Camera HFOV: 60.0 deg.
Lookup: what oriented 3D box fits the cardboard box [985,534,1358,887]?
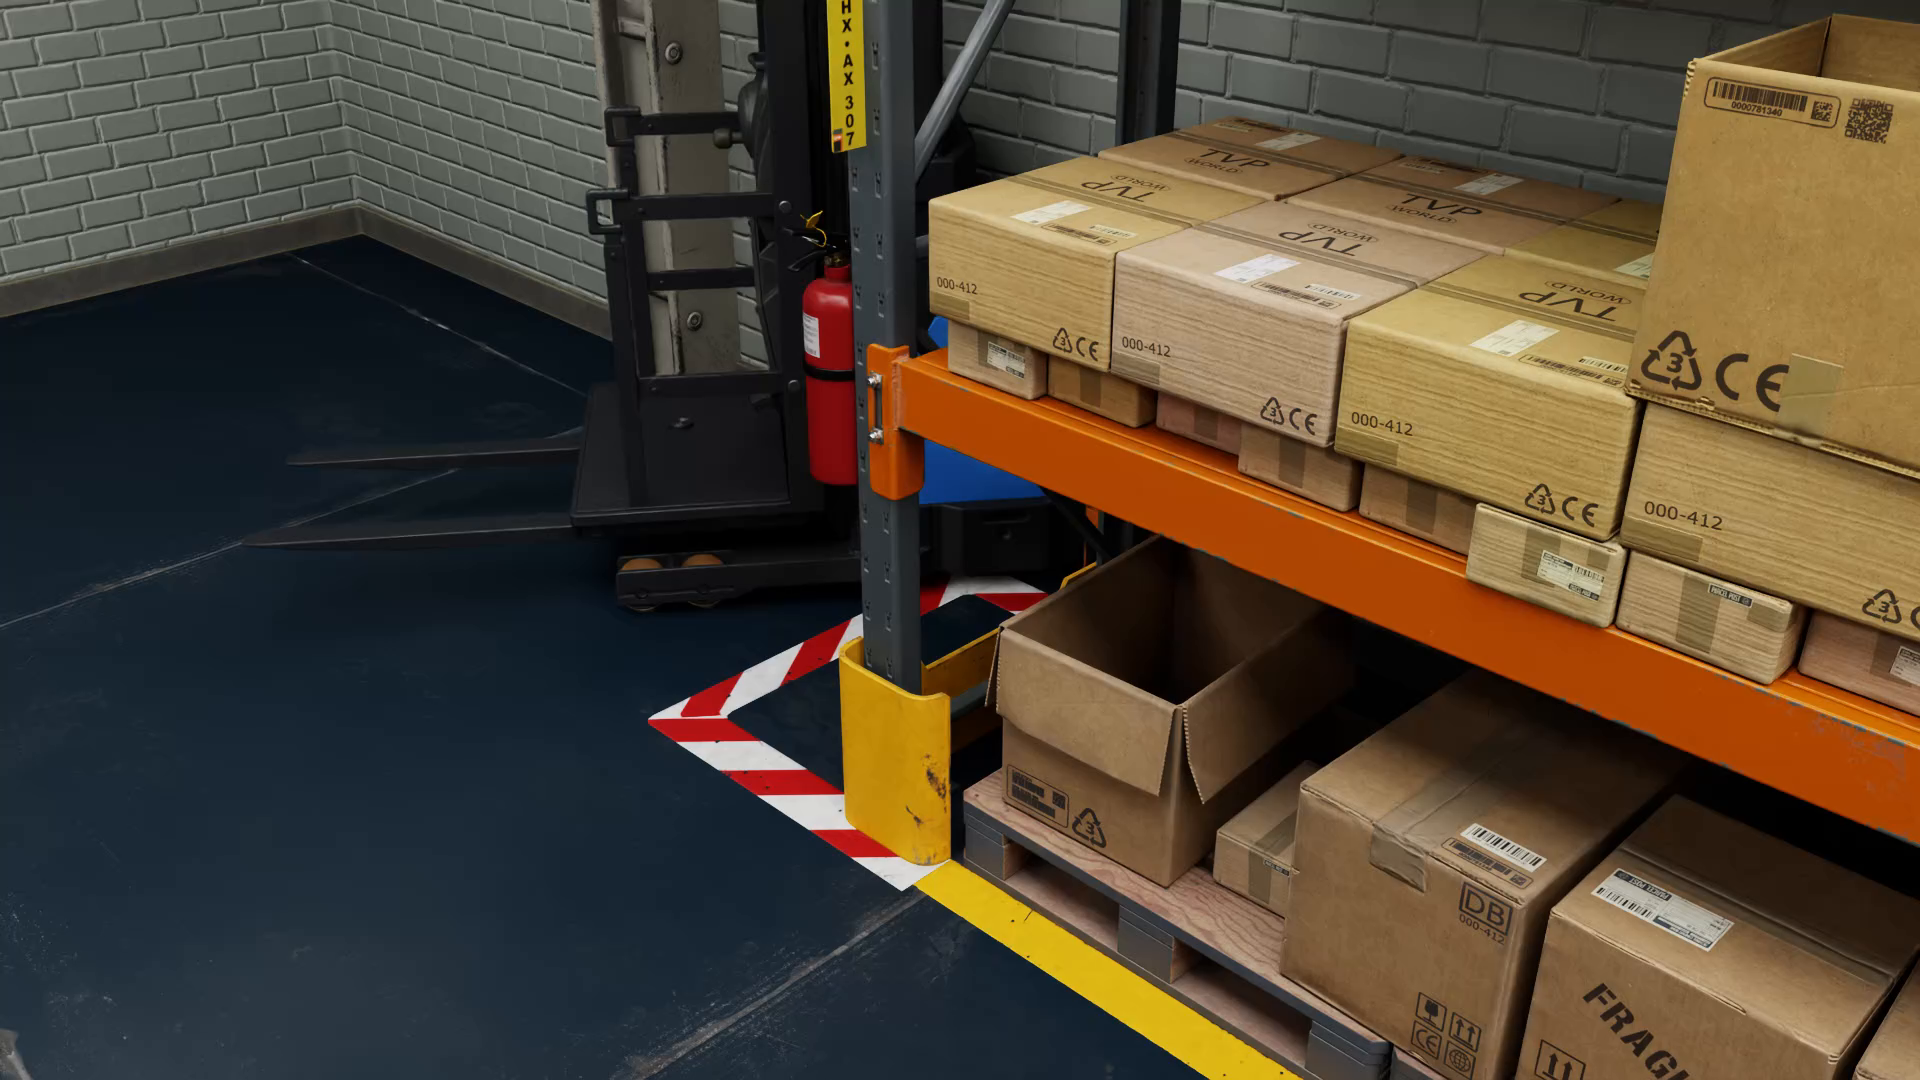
[{"bbox_3d":[0.519,0.382,4.032,0.637,0.503,0.797,23,35,37],"label":"cardboard box"}]

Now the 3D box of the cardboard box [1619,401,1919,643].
[{"bbox_3d":[1.387,-0.108,2.573,0.500,0.250,0.500,23,36,37],"label":"cardboard box"}]

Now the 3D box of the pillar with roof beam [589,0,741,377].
[{"bbox_3d":[-4.160,-3.174,2.117,0.400,9.000,9.100,25,36,38],"label":"pillar with roof beam"}]

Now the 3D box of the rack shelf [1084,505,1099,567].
[{"bbox_3d":[0.553,0.004,5.232,0.240,0.259,0.215,24,36,38],"label":"rack shelf"}]

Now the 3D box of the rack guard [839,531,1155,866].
[{"bbox_3d":[0.203,0.363,4.523,0.348,0.500,1.175,25,36,38],"label":"rack guard"}]

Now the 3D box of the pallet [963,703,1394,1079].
[{"bbox_3d":[0.772,0.751,4.096,1.213,0.211,1.003,25,36,38],"label":"pallet"}]

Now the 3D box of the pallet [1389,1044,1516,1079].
[{"bbox_3d":[1.638,1.149,3.339,1.213,0.211,1.003,25,36,38],"label":"pallet"}]

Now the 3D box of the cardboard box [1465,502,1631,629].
[{"bbox_3d":[1.075,-0.022,2.839,0.250,0.149,0.380,23,36,37],"label":"cardboard box"}]

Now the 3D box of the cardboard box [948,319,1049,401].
[{"bbox_3d":[0.191,-0.459,3.669,0.250,0.149,0.380,24,36,38],"label":"cardboard box"}]

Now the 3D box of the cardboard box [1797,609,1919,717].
[{"bbox_3d":[1.509,0.118,2.572,0.250,0.149,0.380,24,36,38],"label":"cardboard box"}]

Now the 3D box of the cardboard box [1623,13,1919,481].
[{"bbox_3d":[1.353,-0.439,2.397,0.500,0.500,0.500,-24,36,-38],"label":"cardboard box"}]

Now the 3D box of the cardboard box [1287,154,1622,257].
[{"bbox_3d":[1.030,-0.603,3.515,0.500,0.250,0.500,25,36,39],"label":"cardboard box"}]

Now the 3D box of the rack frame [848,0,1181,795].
[{"bbox_3d":[0.149,-0.768,3.988,0.127,3.000,1.000,25,36,38],"label":"rack frame"}]

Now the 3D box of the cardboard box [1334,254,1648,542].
[{"bbox_3d":[1.007,-0.267,2.877,0.500,0.250,0.500,24,36,37],"label":"cardboard box"}]

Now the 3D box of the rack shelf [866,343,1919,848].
[{"bbox_3d":[1.575,0.203,2.914,4.000,0.370,1.077,25,36,38],"label":"rack shelf"}]

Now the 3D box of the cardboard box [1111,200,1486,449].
[{"bbox_3d":[0.643,-0.432,3.189,0.500,0.250,0.500,-25,37,-39],"label":"cardboard box"}]

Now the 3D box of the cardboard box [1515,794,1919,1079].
[{"bbox_3d":[1.408,0.881,3.087,0.500,0.500,0.500,-24,36,-38],"label":"cardboard box"}]

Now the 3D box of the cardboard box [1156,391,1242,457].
[{"bbox_3d":[0.617,-0.317,3.400,0.250,0.149,0.380,24,36,38],"label":"cardboard box"}]

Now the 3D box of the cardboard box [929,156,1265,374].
[{"bbox_3d":[0.284,-0.596,3.502,0.500,0.250,0.500,25,37,39],"label":"cardboard box"}]

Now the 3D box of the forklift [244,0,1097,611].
[{"bbox_3d":[-0.803,-1.332,5.135,3.031,2.935,1.130,-4,28,-7],"label":"forklift"}]

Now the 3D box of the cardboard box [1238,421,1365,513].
[{"bbox_3d":[0.754,-0.214,3.204,0.380,0.149,0.250,-24,36,-38],"label":"cardboard box"}]

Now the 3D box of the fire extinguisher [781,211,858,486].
[{"bbox_3d":[-0.280,-0.464,3.892,0.183,0.674,0.296,25,36,38],"label":"fire extinguisher"}]

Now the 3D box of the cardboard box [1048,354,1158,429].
[{"bbox_3d":[0.405,-0.391,3.541,0.380,0.149,0.250,-24,36,-38],"label":"cardboard box"}]

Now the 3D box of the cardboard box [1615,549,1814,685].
[{"bbox_3d":[1.277,0.057,2.688,0.380,0.149,0.250,-24,36,-38],"label":"cardboard box"}]

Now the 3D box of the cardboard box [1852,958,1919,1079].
[{"bbox_3d":[1.841,1.014,2.834,0.500,0.500,0.700,23,35,37],"label":"cardboard box"}]

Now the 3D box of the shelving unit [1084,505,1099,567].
[{"bbox_3d":[0.551,-0.250,5.096,0.252,1.050,0.215,24,36,38],"label":"shelving unit"}]

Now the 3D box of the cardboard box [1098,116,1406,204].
[{"bbox_3d":[0.663,-0.772,3.836,0.500,0.250,0.500,-24,36,-38],"label":"cardboard box"}]

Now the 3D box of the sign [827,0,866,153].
[{"bbox_3d":[-0.231,-0.971,3.444,0.005,0.325,0.100,25,36,38],"label":"sign"}]

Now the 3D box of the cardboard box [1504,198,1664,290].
[{"bbox_3d":[1.380,-0.440,3.205,0.500,0.250,0.500,-24,36,-38],"label":"cardboard box"}]

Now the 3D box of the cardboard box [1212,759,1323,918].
[{"bbox_3d":[0.794,0.690,3.826,0.250,0.149,0.380,23,35,37],"label":"cardboard box"}]

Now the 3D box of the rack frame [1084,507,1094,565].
[{"bbox_3d":[0.462,-0.289,5.170,0.008,1.050,0.200,24,36,38],"label":"rack frame"}]

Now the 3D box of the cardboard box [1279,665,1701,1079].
[{"bbox_3d":[1.101,0.675,3.478,0.700,0.500,0.500,-24,36,-37],"label":"cardboard box"}]

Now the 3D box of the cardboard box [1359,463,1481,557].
[{"bbox_3d":[0.947,-0.129,3.043,0.380,0.149,0.250,-25,36,-38],"label":"cardboard box"}]
